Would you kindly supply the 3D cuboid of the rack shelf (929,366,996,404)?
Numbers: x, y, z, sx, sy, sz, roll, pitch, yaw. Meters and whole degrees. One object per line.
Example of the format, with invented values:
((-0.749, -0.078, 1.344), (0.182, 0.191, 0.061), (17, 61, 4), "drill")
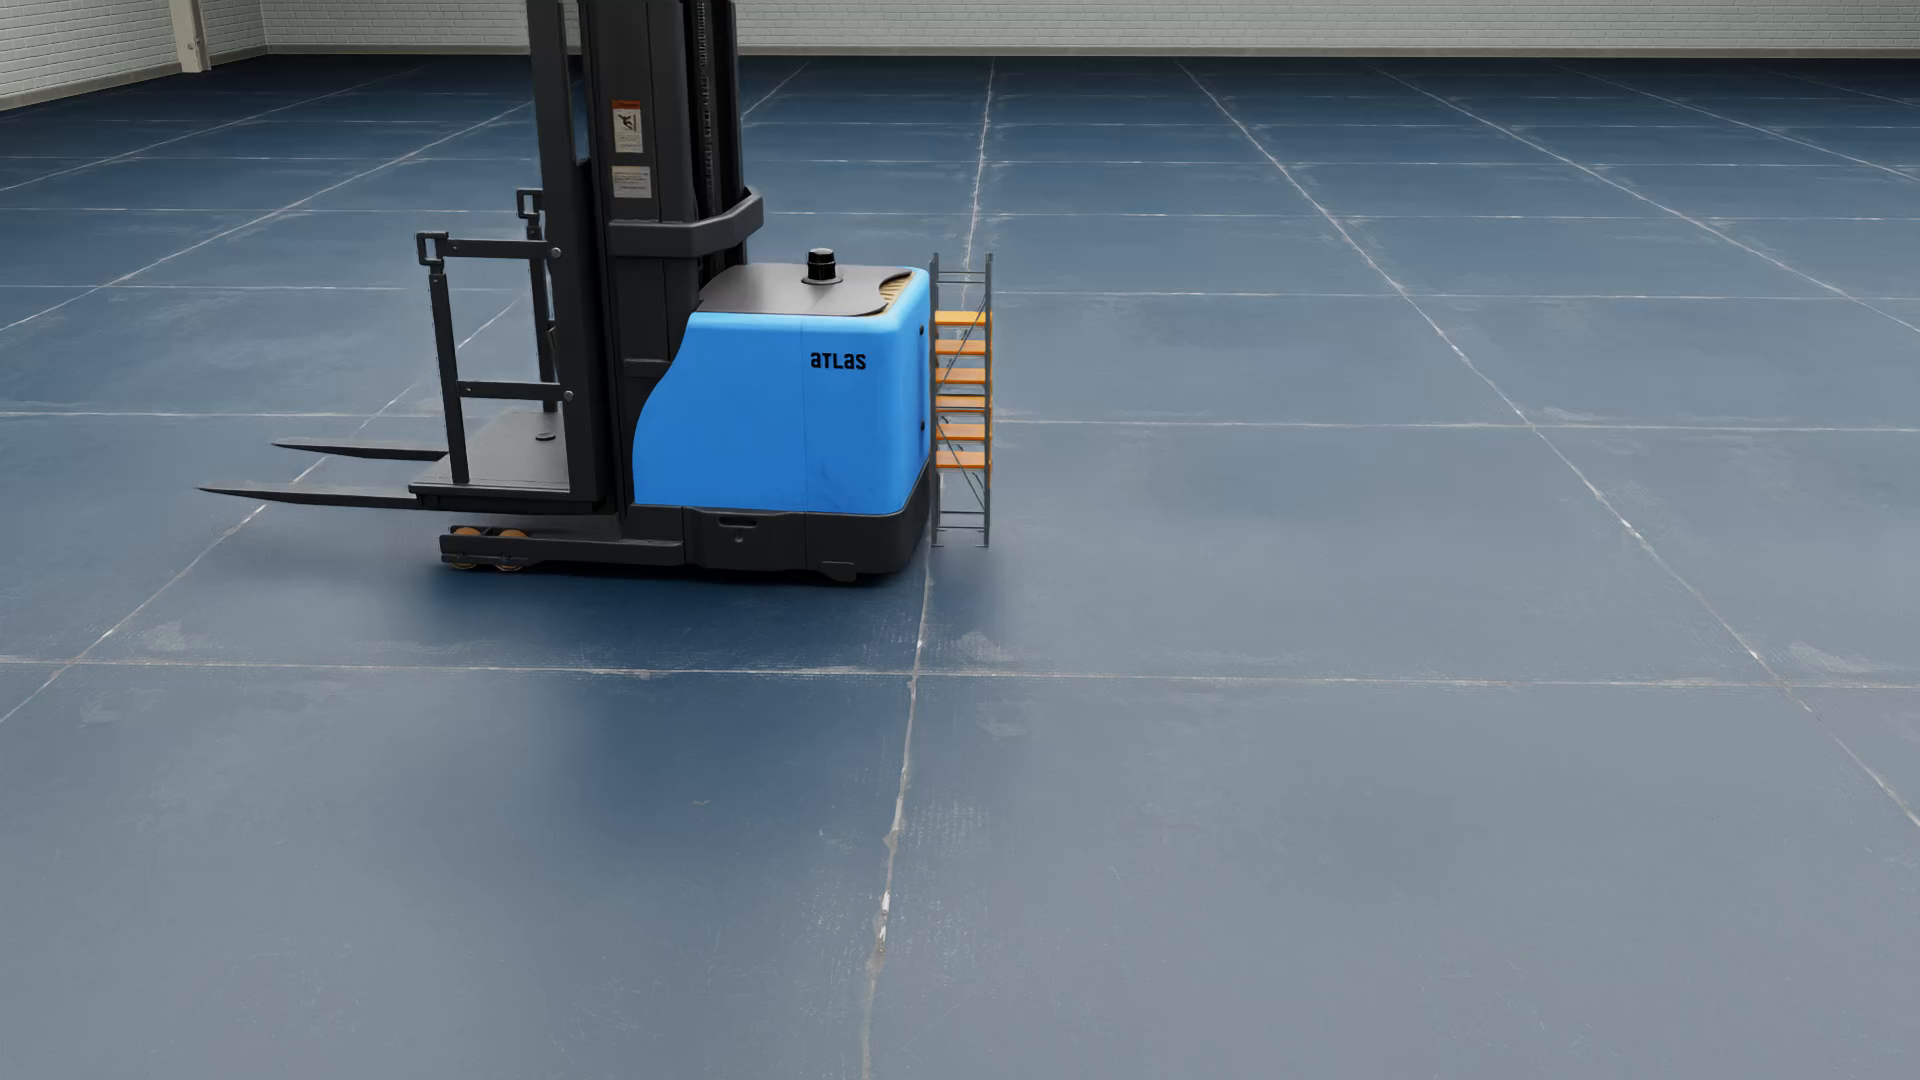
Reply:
((0.013, -0.634, 6.796), (0.258, 0.103, 0.180), (2, 21, 5), "rack shelf")

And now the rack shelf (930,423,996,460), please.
((0.013, -0.411, 6.883), (0.258, 0.103, 0.180), (2, 21, 5), "rack shelf")

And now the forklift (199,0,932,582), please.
((-1.649, -1.423, 6.644), (3.031, 2.935, 1.130), (3, 21, 7), "forklift")

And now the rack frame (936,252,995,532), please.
((0.022, -0.597, 6.908), (0.240, 1.200, 0.006), (2, 21, 5), "rack frame")

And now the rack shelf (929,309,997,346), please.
((0.013, -0.858, 6.709), (0.258, 0.103, 0.180), (2, 21, 5), "rack shelf")

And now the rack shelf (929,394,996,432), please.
((0.013, -0.523, 6.840), (0.258, 0.103, 0.180), (2, 21, 5), "rack shelf")

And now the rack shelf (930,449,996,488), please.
((0.013, -0.299, 6.927), (0.258, 0.103, 0.180), (2, 21, 5), "rack shelf")

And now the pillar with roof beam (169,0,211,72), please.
((-7.523, -11.407, 23.988), (9.100, 9.000, 0.400), (1, 21, 2), "pillar with roof beam")

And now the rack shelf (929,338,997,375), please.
((0.013, -0.746, 6.753), (0.258, 0.103, 0.180), (2, 21, 5), "rack shelf")

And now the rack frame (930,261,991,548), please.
((0.004, -0.531, 6.739), (0.240, 1.200, 0.006), (2, 21, 5), "rack frame")

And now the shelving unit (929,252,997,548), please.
((0.013, -0.564, 6.824), (0.258, 1.200, 0.189), (2, 21, 5), "shelving unit")
